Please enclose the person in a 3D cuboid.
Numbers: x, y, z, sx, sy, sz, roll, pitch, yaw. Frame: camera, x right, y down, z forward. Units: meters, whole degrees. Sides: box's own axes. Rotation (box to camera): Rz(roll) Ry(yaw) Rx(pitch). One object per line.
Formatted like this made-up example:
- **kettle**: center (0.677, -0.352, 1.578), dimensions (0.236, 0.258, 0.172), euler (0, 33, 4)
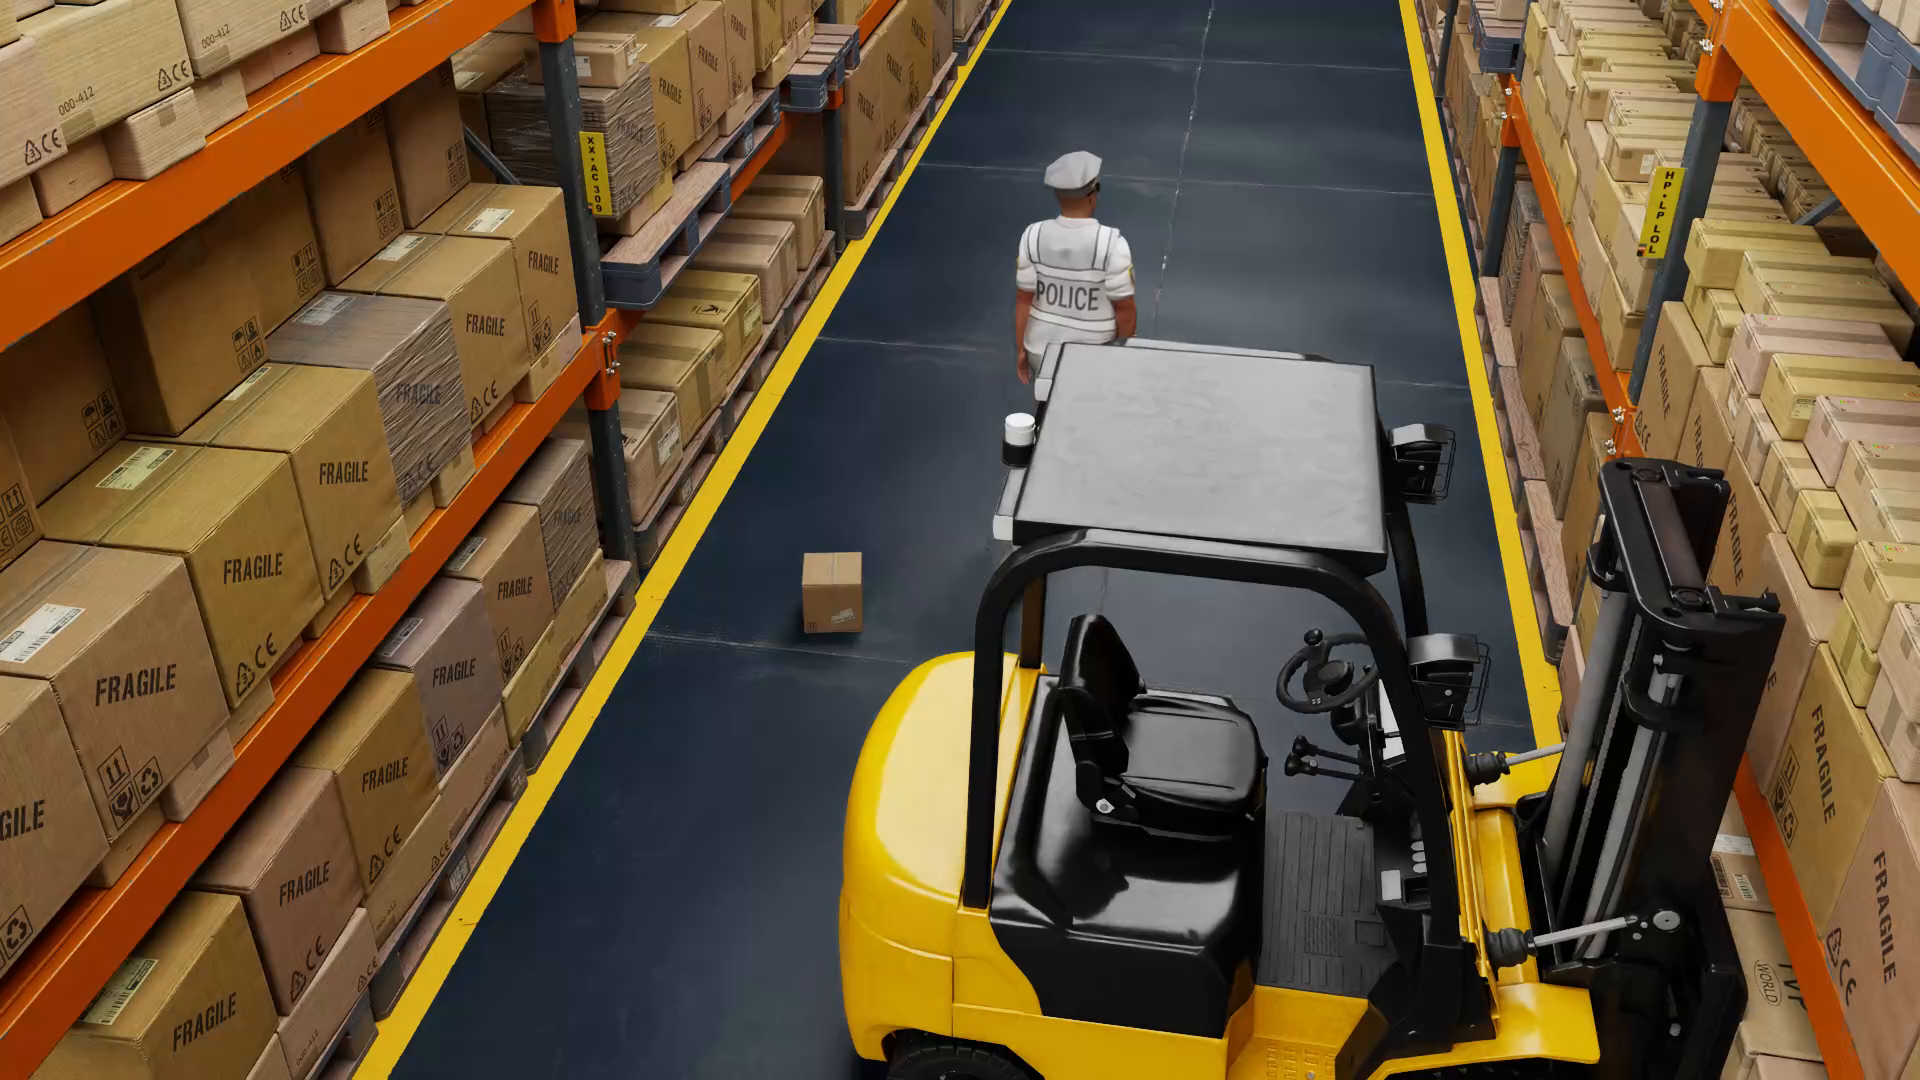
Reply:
- **person**: center (0.496, -0.837, 7.418), dimensions (0.549, 1.738, 0.836), euler (14, 35, 21)
